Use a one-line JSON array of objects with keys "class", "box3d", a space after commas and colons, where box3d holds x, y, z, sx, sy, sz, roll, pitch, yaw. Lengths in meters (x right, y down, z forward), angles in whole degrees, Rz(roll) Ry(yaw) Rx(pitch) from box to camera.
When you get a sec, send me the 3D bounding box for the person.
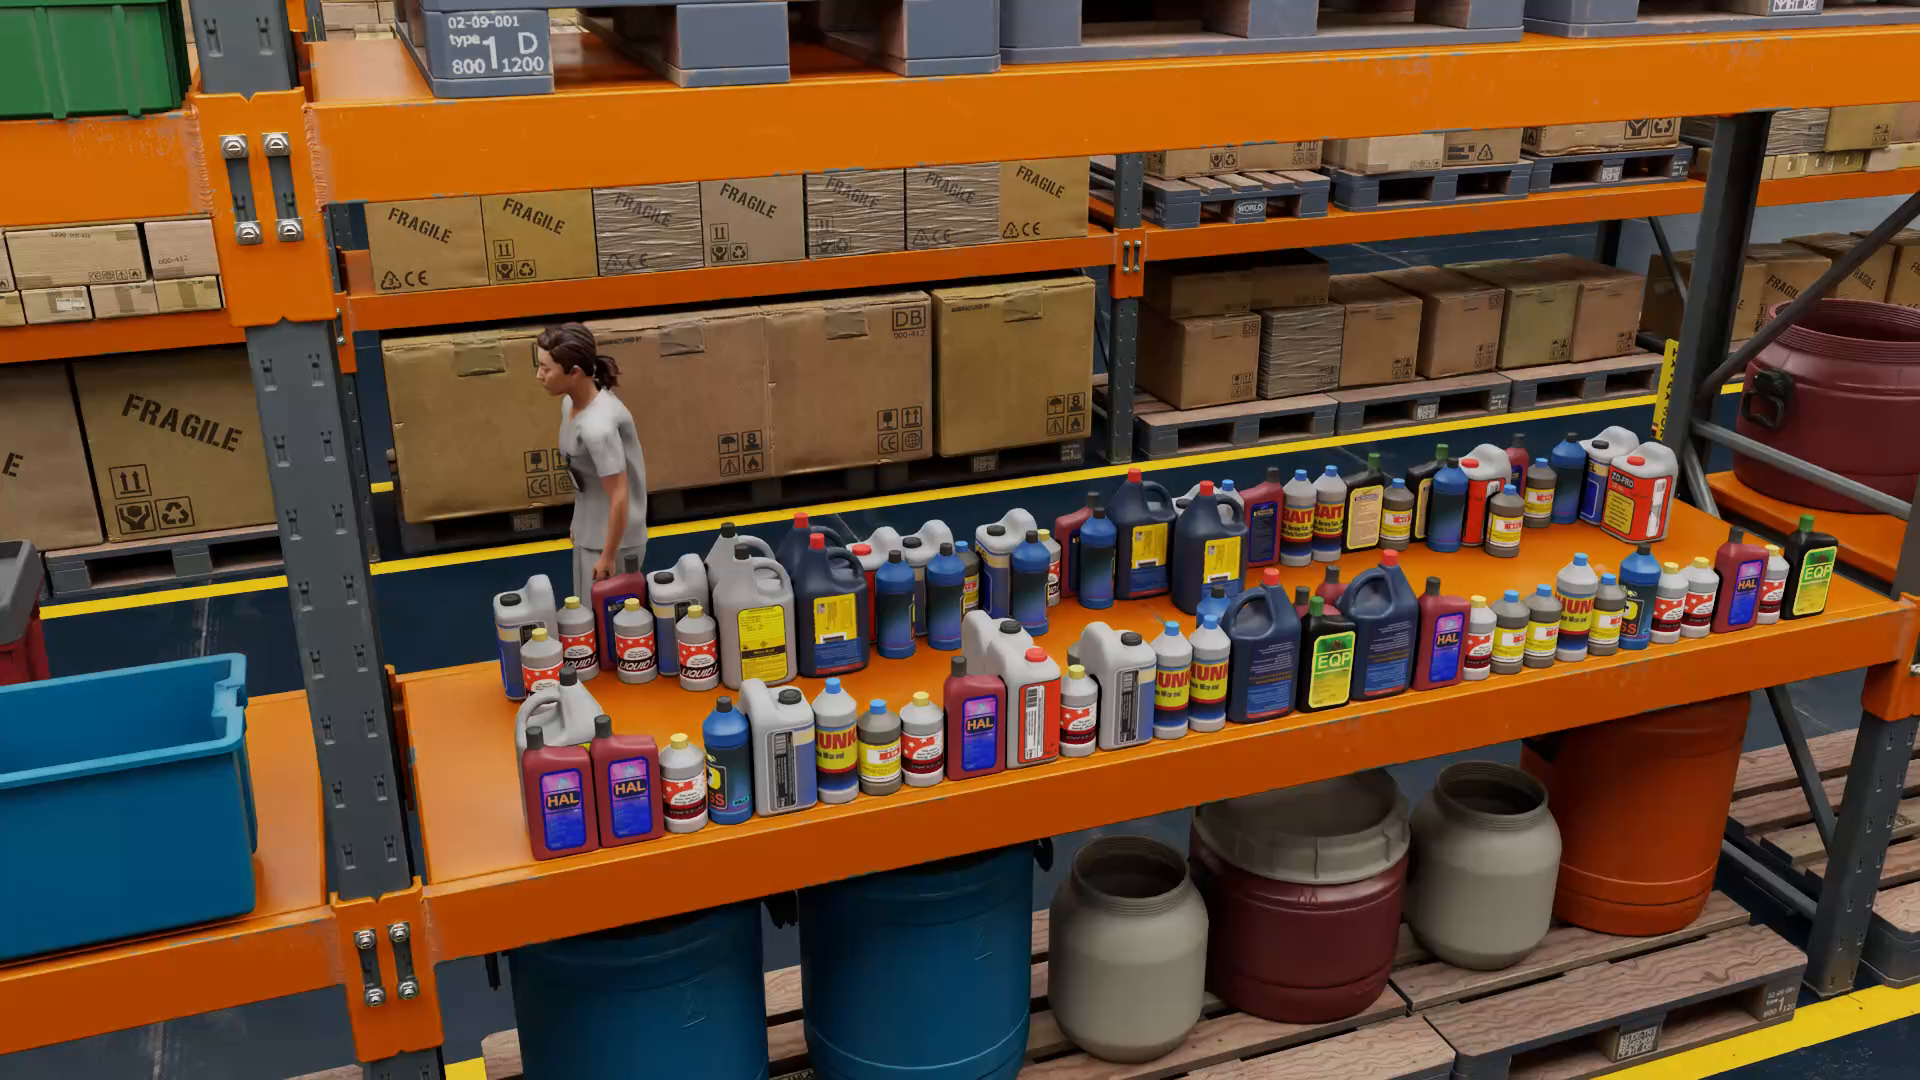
[{"class": "person", "box3d": [-1.324, 0.005, 6.084, 0.361, 1.672, 0.494, -9, 24, -21]}]
